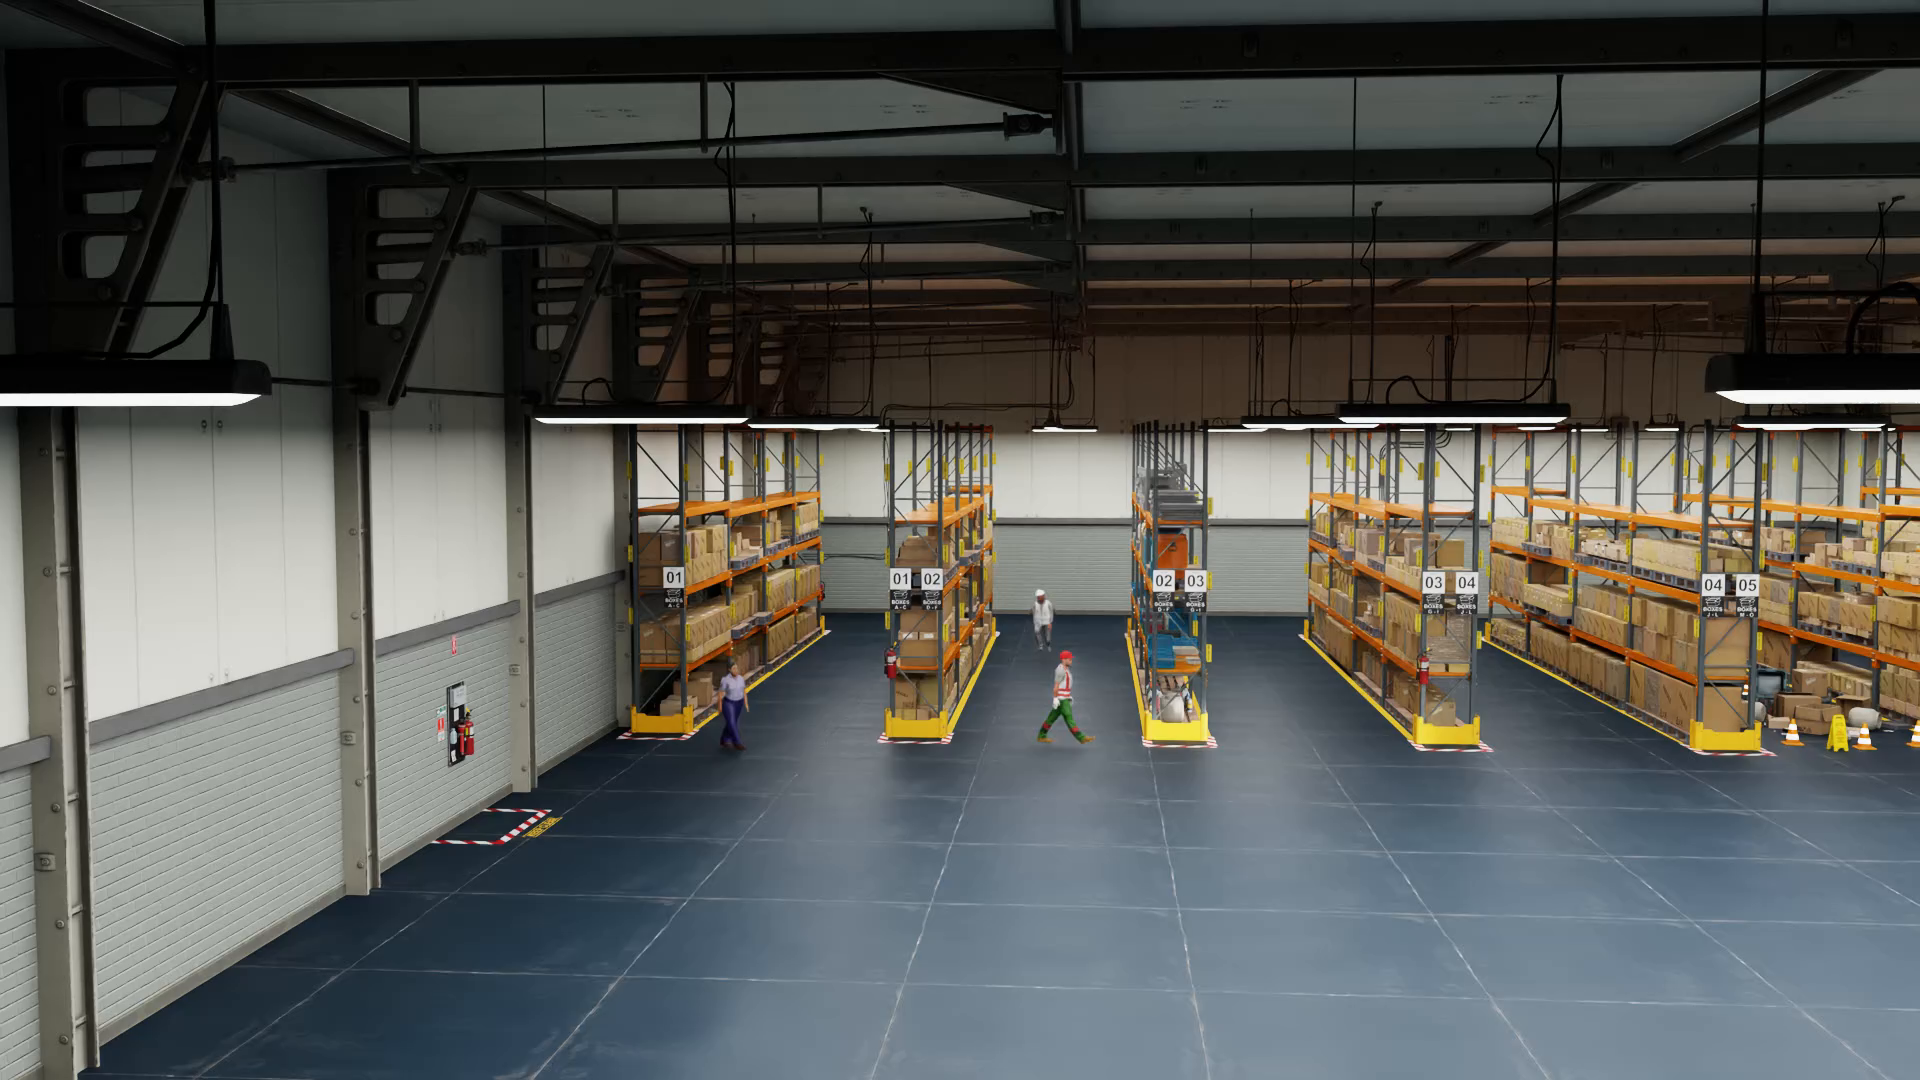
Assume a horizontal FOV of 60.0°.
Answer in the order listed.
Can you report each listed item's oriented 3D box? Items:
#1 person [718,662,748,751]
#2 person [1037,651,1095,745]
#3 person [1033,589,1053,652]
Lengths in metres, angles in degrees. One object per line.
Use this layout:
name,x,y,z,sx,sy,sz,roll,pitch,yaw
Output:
person,-4.068,2.999,30.054,1.016,1.589,0.535,3,5,41
person,1.961,2.898,30.626,1.090,1.712,0.569,0,4,7
person,2.092,2.064,42.076,0.530,1.634,1.018,1,4,9
